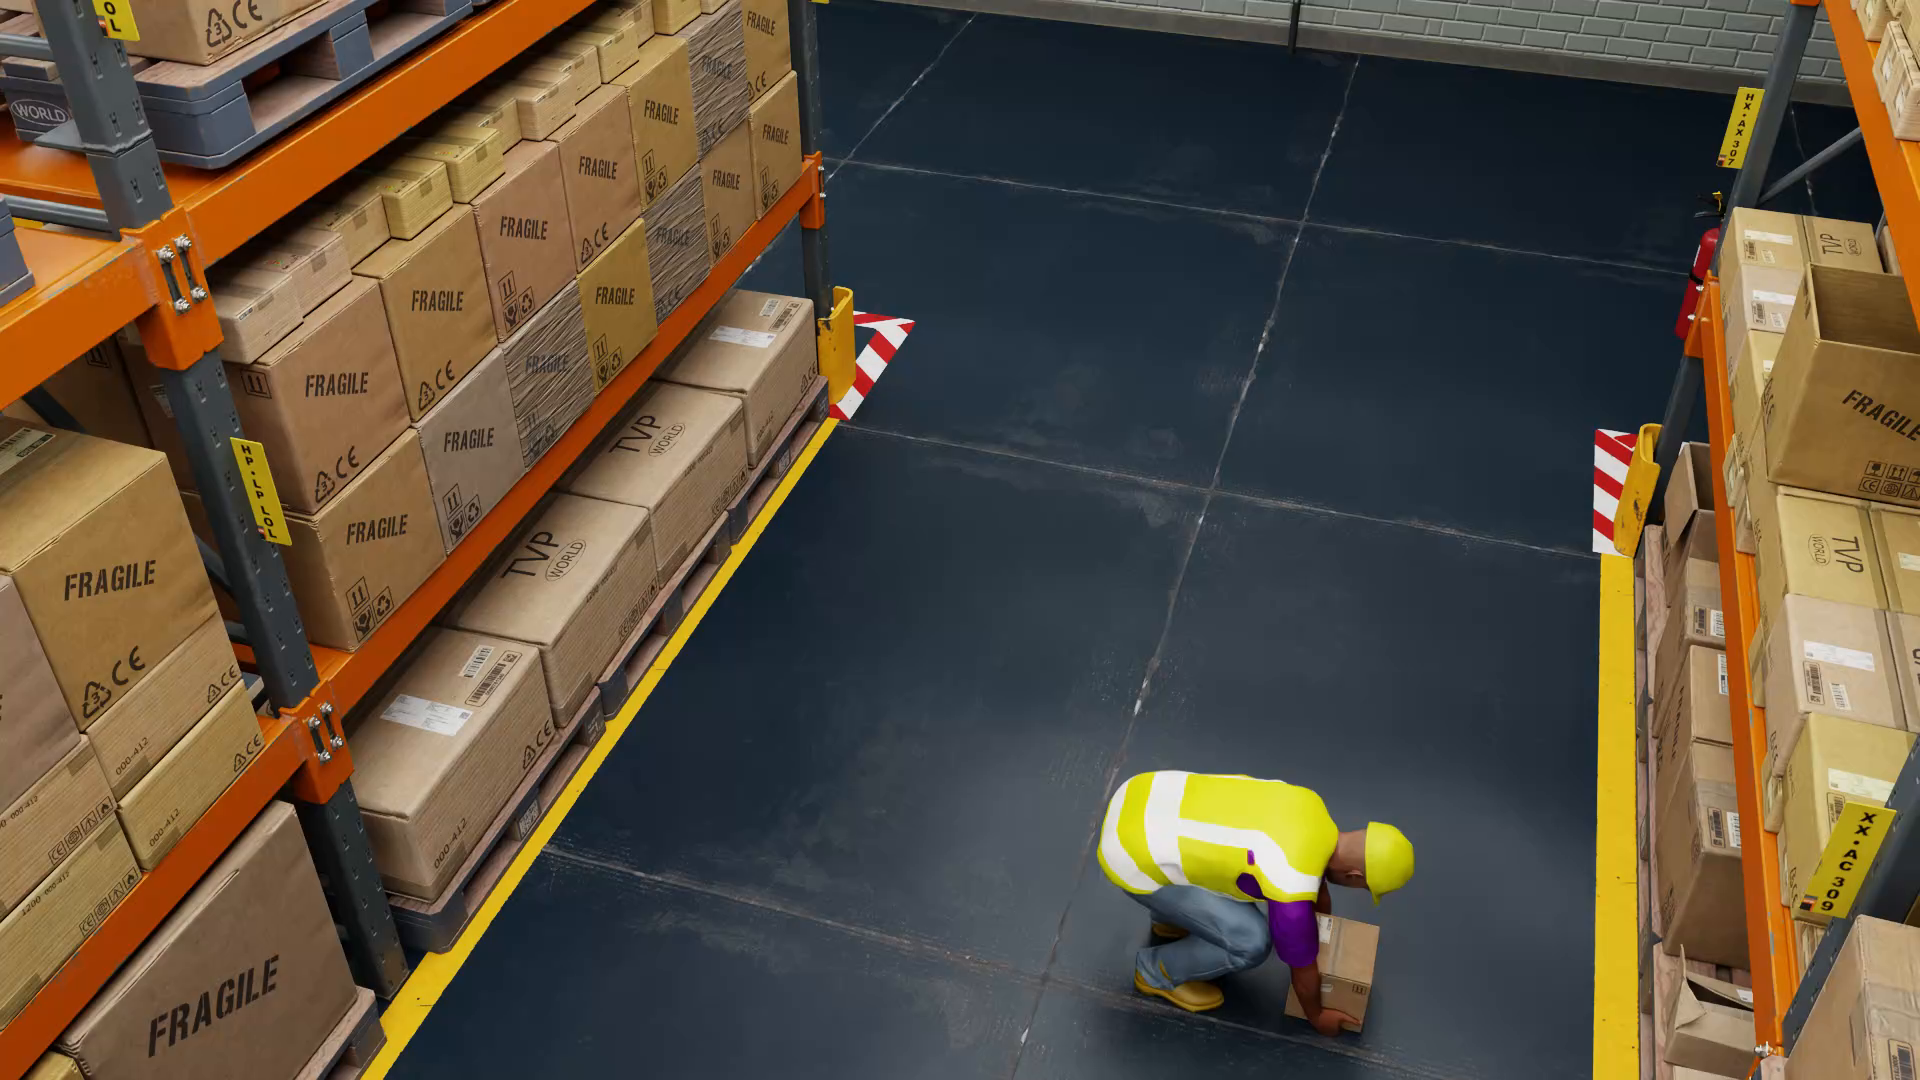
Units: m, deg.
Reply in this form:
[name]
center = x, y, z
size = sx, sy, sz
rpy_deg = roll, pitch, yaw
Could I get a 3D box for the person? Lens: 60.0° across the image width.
[person]
center = 0.939, 1.141, 5.414
size = 0.979, 0.836, 0.520
rpy_deg = 10, 38, 13
